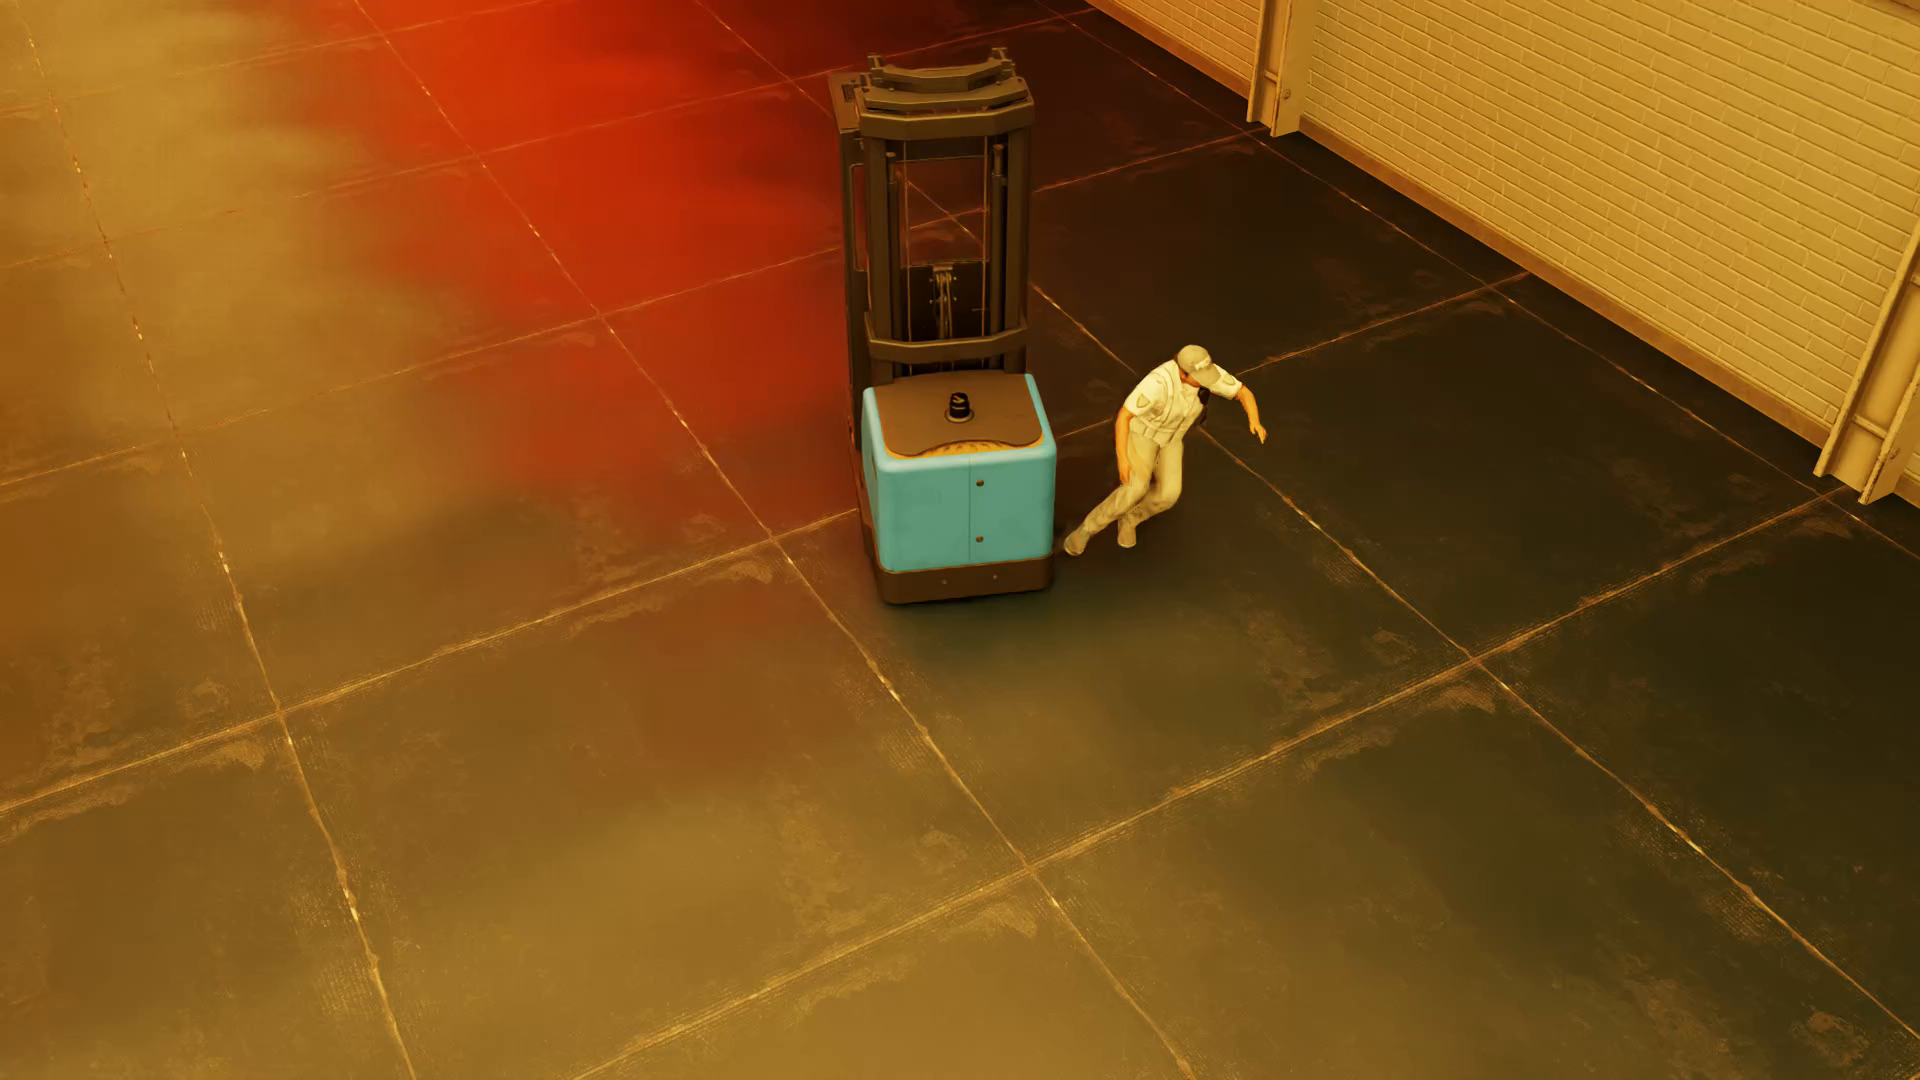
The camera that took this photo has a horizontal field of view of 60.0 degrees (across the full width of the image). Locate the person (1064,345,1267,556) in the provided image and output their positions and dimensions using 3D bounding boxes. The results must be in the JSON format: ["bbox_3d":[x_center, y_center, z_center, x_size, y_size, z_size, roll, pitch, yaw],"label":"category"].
[{"bbox_3d":[1.177,-0.499,9.839,1.127,1.433,0.912,-20,44,-22],"label":"person"}]

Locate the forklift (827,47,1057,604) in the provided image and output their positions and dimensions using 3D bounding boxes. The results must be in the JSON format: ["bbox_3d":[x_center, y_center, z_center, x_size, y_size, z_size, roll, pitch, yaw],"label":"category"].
[{"bbox_3d":[-0.173,-1.694,10.079,1.130,2.935,3.031,-6,40,-7],"label":"forklift"}]
